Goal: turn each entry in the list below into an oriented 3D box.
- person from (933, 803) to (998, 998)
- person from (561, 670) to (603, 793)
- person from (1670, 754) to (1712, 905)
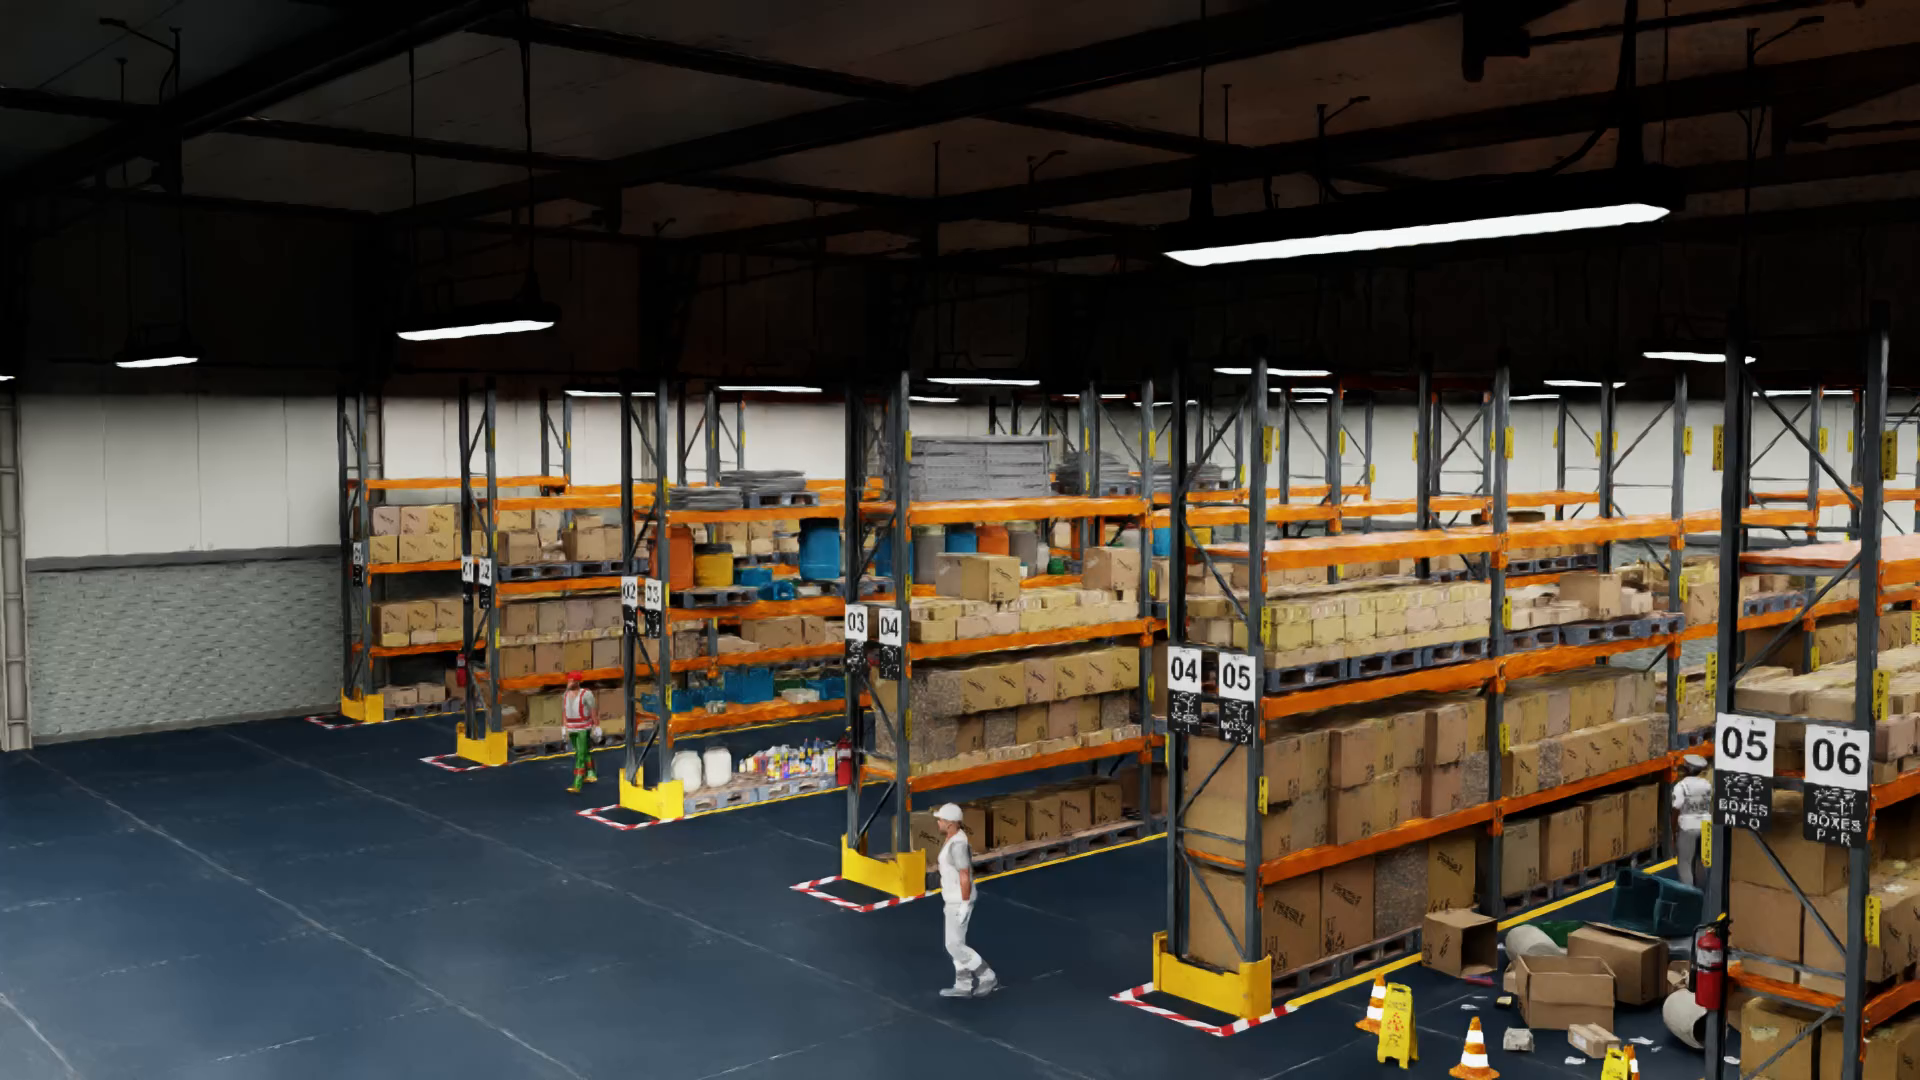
[{"bbox_3d":[0.037,3.286,15.125,0.555,1.779,0.589,0,4,-6],"label":"person"},{"bbox_3d":[-5.496,2.729,23.946,0.593,1.747,0.970,2,4,25],"label":"person"},{"bbox_3d":[7.843,3.144,17.897,0.498,1.676,0.464,-1,4,-10],"label":"person"}]
